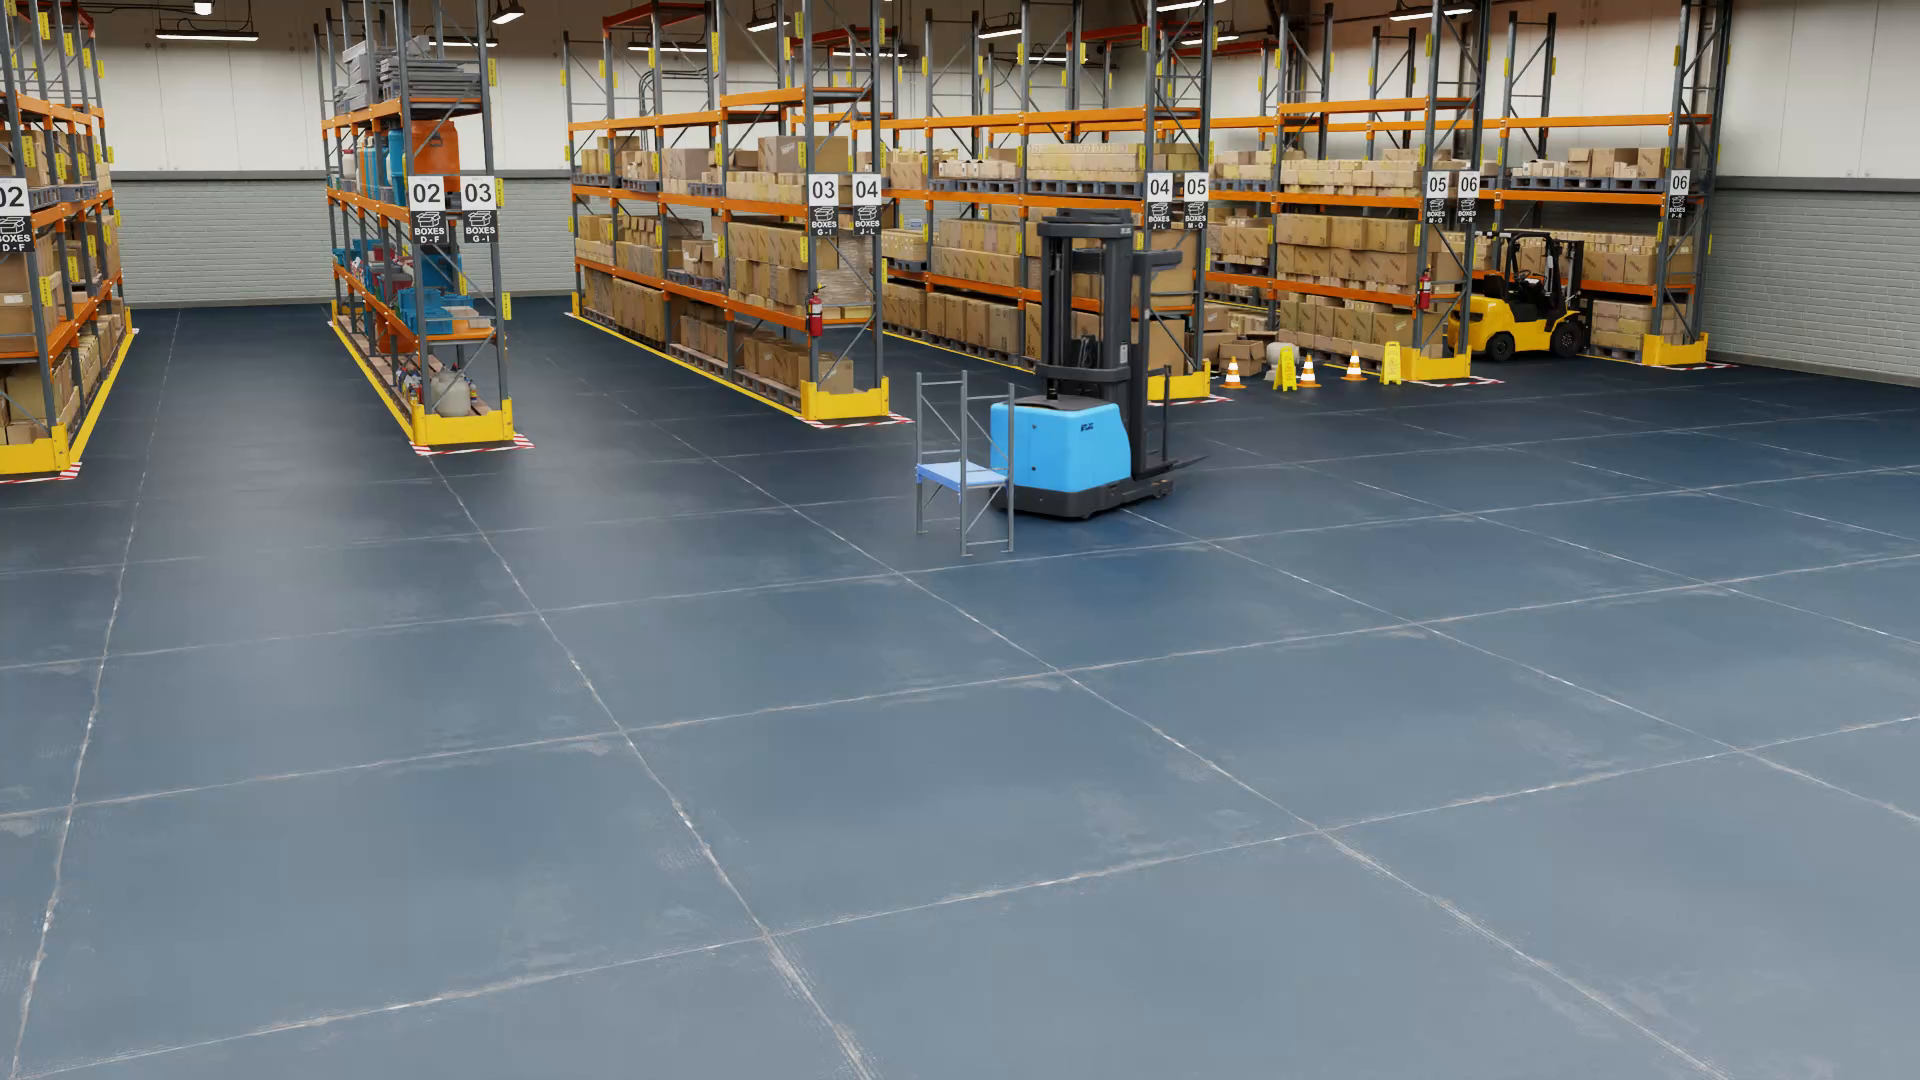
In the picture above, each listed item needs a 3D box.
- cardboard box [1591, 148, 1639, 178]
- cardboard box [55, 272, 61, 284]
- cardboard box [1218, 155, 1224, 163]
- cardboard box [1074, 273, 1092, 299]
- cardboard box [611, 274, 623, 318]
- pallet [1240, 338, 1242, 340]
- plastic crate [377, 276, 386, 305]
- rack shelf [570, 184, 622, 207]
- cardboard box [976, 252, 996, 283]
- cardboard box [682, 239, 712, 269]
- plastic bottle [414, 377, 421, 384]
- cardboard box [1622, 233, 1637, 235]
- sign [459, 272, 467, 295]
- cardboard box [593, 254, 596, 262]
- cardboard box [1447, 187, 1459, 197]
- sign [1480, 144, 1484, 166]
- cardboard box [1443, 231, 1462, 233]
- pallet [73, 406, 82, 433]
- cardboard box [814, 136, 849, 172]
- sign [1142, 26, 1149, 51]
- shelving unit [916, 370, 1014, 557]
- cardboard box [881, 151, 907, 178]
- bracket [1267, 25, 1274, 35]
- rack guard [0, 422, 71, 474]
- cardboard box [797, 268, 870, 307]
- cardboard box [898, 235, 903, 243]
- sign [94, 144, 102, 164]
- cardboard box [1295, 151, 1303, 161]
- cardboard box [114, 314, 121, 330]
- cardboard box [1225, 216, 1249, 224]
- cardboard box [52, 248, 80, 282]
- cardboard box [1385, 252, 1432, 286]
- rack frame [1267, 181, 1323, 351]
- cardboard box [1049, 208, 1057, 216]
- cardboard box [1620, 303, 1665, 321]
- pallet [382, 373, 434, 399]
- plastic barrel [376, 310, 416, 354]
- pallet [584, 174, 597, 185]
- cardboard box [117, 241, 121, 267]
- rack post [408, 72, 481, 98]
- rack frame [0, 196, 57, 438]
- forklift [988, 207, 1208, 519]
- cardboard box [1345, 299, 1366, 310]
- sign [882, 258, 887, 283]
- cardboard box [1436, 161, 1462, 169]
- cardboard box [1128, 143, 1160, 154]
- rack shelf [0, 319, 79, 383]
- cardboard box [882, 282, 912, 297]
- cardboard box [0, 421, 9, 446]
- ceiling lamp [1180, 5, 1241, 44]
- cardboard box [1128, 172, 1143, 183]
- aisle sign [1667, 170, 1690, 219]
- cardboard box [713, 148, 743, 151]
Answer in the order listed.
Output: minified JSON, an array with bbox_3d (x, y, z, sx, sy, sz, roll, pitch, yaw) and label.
[{"bbox_3d":[11.386,-6.524,28.757,0.700,0.500,0.500,-6,14,-23],"label":"cardboard box"},{"bbox_3d":[-11.896,-3.386,21.569,0.380,0.149,0.250,-6,14,-23],"label":"cardboard box"},{"bbox_3d":[6.469,-9.018,39.475,0.500,0.250,0.500,-5,14,-22],"label":"cardboard box"},{"bbox_3d":[2.274,-4.043,25.735,0.875,0.550,0.500,-6,14,-23],"label":"cardboard box"},{"bbox_3d":[-6.519,-4.918,33.629,0.875,0.875,0.875,-6,14,-23],"label":"cardboard box"},{"bbox_3d":[5.151,-3.902,31.642,1.003,0.211,1.213,-6,14,-23],"label":"pallet"},{"bbox_3d":[-8.389,-3.697,24.607,0.392,0.384,0.575,-6,14,-23],"label":"plastic crate"},{"bbox_3d":[-7.129,-7.129,34.345,1.077,0.370,4.000,-6,14,-23],"label":"rack shelf"},{"bbox_3d":[0.603,-4.721,28.773,0.500,0.500,0.500,-5,14,-22],"label":"cardboard box"},{"bbox_3d":[-4.473,-4.924,28.721,0.500,0.500,0.500,-8,15,-30],"label":"cardboard box"},{"bbox_3d":[-7.347,-2.080,22.649,0.152,0.276,0.135,-6,14,-23],"label":"plastic bottle"},{"bbox_3d":[11.760,-5.284,29.107,0.380,0.149,0.250,-5,14,-21],"label":"cardboard box"},{"bbox_3d":[-7.153,-3.687,23.916,0.100,0.325,0.005,-6,14,-23],"label":"sign"},{"bbox_3d":[-7.366,-5.834,34.364,0.380,0.149,0.250,-5,14,-22],"label":"cardboard box"},{"bbox_3d":[7.724,-5.458,26.085,0.380,0.149,0.250,-6,14,-23],"label":"cardboard box"},{"bbox_3d":[8.056,-5.957,25.747,0.100,0.325,0.005,-6,14,-23],"label":"sign"},{"bbox_3d":[9.849,-6.123,33.395,0.380,0.149,0.250,-5,14,-21],"label":"cardboard box"},{"bbox_3d":[-11.921,-1.532,21.400,1.003,0.211,1.213,-6,14,-23],"label":"pallet"},{"bbox_3d":[-1.868,-5.356,23.096,0.500,0.500,0.500,-6,14,-23],"label":"cardboard box"},{"bbox_3d":[2.561,-6.923,22.960,0.100,0.325,0.005,-6,14,-23],"label":"sign"},{"bbox_3d":[0.034,-0.713,15.005,0.538,1.500,1.048,-6,14,-23],"label":"shelving unit"},{"bbox_3d":[-1.244,-7.418,32.834,0.797,0.503,0.637,-6,14,-24],"label":"cardboard box"},{"bbox_3d":[7.354,-11.905,38.747,0.235,0.232,0.430,-6,14,-23],"label":"bracket"},{"bbox_3d":[-10.590,-1.009,18.502,1.175,0.500,0.348,-6,14,-23],"label":"rack guard"},{"bbox_3d":[-1.716,-3.436,22.561,0.875,0.500,0.500,-6,14,-23],"label":"cardboard box"},{"bbox_3d":[-0.960,-5.744,31.722,0.380,0.149,0.250,-5,14,-21],"label":"cardboard box"},{"bbox_3d":[-14.899,-6.667,28.732,0.100,0.325,0.005,-6,14,-23],"label":"sign"},{"bbox_3d":[5.881,-6.943,30.236,0.500,0.250,0.500,-6,14,-24],"label":"cardboard box"},{"bbox_3d":[-16.212,-4.123,31.536,0.500,0.250,0.500,-6,14,-23],"label":"cardboard box"},{"bbox_3d":[5.268,-6.076,31.597,0.380,0.149,0.250,-6,14,-26],"label":"cardboard box"},{"bbox_3d":[-14.160,-4.258,25.842,0.700,0.500,0.500,-12,18,-42],"label":"cardboard box"},{"bbox_3d":[7.089,-4.302,26.304,0.500,0.500,0.500,-6,14,-24],"label":"cardboard box"},{"bbox_3d":[5.957,-4.848,29.542,1.000,3.000,0.127,-6,14,-23],"label":"rack frame"},{"bbox_3d":[2.310,-7.109,36.873,0.500,0.500,0.500,-6,14,-23],"label":"cardboard box"},{"bbox_3d":[11.635,-3.889,28.351,0.500,0.250,0.500,-5,14,-21],"label":"cardboard box"},{"bbox_3d":[-8.012,-2.305,24.742,1.003,0.211,1.213,-6,14,-23],"label":"pallet"},{"bbox_3d":[-9.475,-3.578,27.940,0.600,0.830,0.708,-6,14,-23],"label":"plastic barrel"},{"bbox_3d":[-7.131,-7.445,34.310,1.003,0.211,1.213,-6,14,-23],"label":"pallet"},{"bbox_3d":[-16.580,-5.518,32.219,0.500,0.500,0.500,-5,14,-21],"label":"cardboard box"},{"bbox_3d":[-6.246,-5.526,20.276,0.937,0.300,0.954,-4,14,-17],"label":"rack post"},{"bbox_3d":[-10.599,-2.232,18.242,1.000,3.000,0.127,-6,14,-23],"label":"rack frame"},{"bbox_3d":[1.562,-1.910,17.002,1.130,2.935,3.031,9,16,35],"label":"forklift"},{"bbox_3d":[6.589,-3.886,27.453,0.380,0.149,0.250,-5,14,-21],"label":"cardboard box"},{"bbox_3d":[-1.024,-3.597,22.219,0.100,0.325,0.005,-6,14,-23],"label":"sign"},{"bbox_3d":[7.604,-5.840,25.969,0.380,0.149,0.250,-6,14,-23],"label":"cardboard box"},{"bbox_3d":[2.618,-5.573,23.660,0.380,0.149,0.250,-5,14,-22],"label":"cardboard box"},{"bbox_3d":[-11.400,-2.295,20.108,1.077,0.370,4.000,-6,14,-23],"label":"rack shelf"},{"bbox_3d":[-1.273,-4.992,33.118,0.500,0.250,0.500,-5,14,-21],"label":"cardboard box"},{"bbox_3d":[-11.085,-1.181,18.868,0.500,0.250,0.500,-6,14,-23],"label":"cardboard box"},{"bbox_3d":[5.621,-12.344,35.684,0.800,3.185,2.000,-6,14,-23],"label":"ceiling lamp"},{"bbox_3d":[2.620,-5.184,23.746,0.380,0.149,0.250,-6,14,-23],"label":"cardboard box"},{"bbox_3d":[11.863,-5.697,27.446,0.394,0.787,0.004,-6,14,-23],"label":"aisle sign"},{"bbox_3d":[-3.906,-6.248,27.610,0.500,0.500,0.500,-5,14,-22],"label":"cardboard box"}]
